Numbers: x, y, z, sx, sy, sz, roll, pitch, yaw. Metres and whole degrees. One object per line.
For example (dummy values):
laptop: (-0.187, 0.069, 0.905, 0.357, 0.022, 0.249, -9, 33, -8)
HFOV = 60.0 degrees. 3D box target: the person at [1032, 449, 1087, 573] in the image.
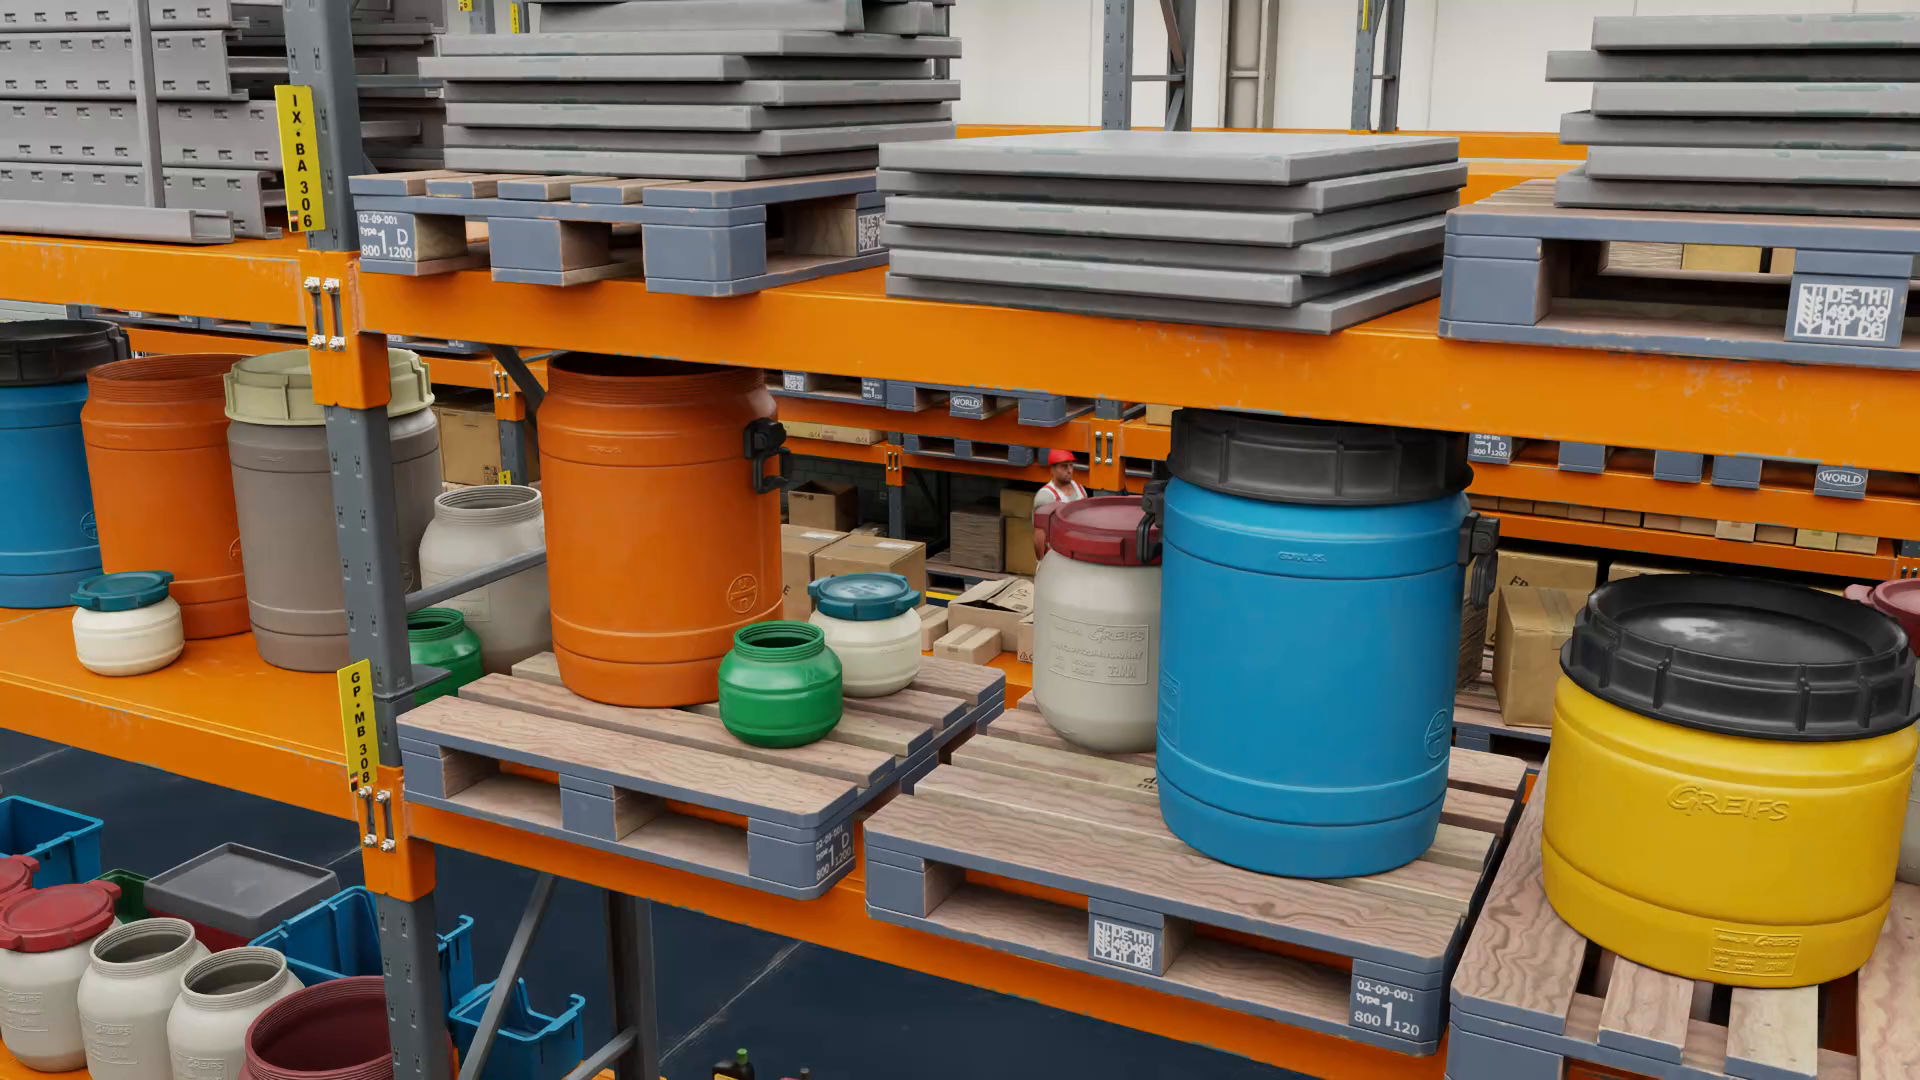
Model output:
person: (0.873, 0.146, 12.942, 0.884, 1.763, 0.546, 14, 21, 41)
